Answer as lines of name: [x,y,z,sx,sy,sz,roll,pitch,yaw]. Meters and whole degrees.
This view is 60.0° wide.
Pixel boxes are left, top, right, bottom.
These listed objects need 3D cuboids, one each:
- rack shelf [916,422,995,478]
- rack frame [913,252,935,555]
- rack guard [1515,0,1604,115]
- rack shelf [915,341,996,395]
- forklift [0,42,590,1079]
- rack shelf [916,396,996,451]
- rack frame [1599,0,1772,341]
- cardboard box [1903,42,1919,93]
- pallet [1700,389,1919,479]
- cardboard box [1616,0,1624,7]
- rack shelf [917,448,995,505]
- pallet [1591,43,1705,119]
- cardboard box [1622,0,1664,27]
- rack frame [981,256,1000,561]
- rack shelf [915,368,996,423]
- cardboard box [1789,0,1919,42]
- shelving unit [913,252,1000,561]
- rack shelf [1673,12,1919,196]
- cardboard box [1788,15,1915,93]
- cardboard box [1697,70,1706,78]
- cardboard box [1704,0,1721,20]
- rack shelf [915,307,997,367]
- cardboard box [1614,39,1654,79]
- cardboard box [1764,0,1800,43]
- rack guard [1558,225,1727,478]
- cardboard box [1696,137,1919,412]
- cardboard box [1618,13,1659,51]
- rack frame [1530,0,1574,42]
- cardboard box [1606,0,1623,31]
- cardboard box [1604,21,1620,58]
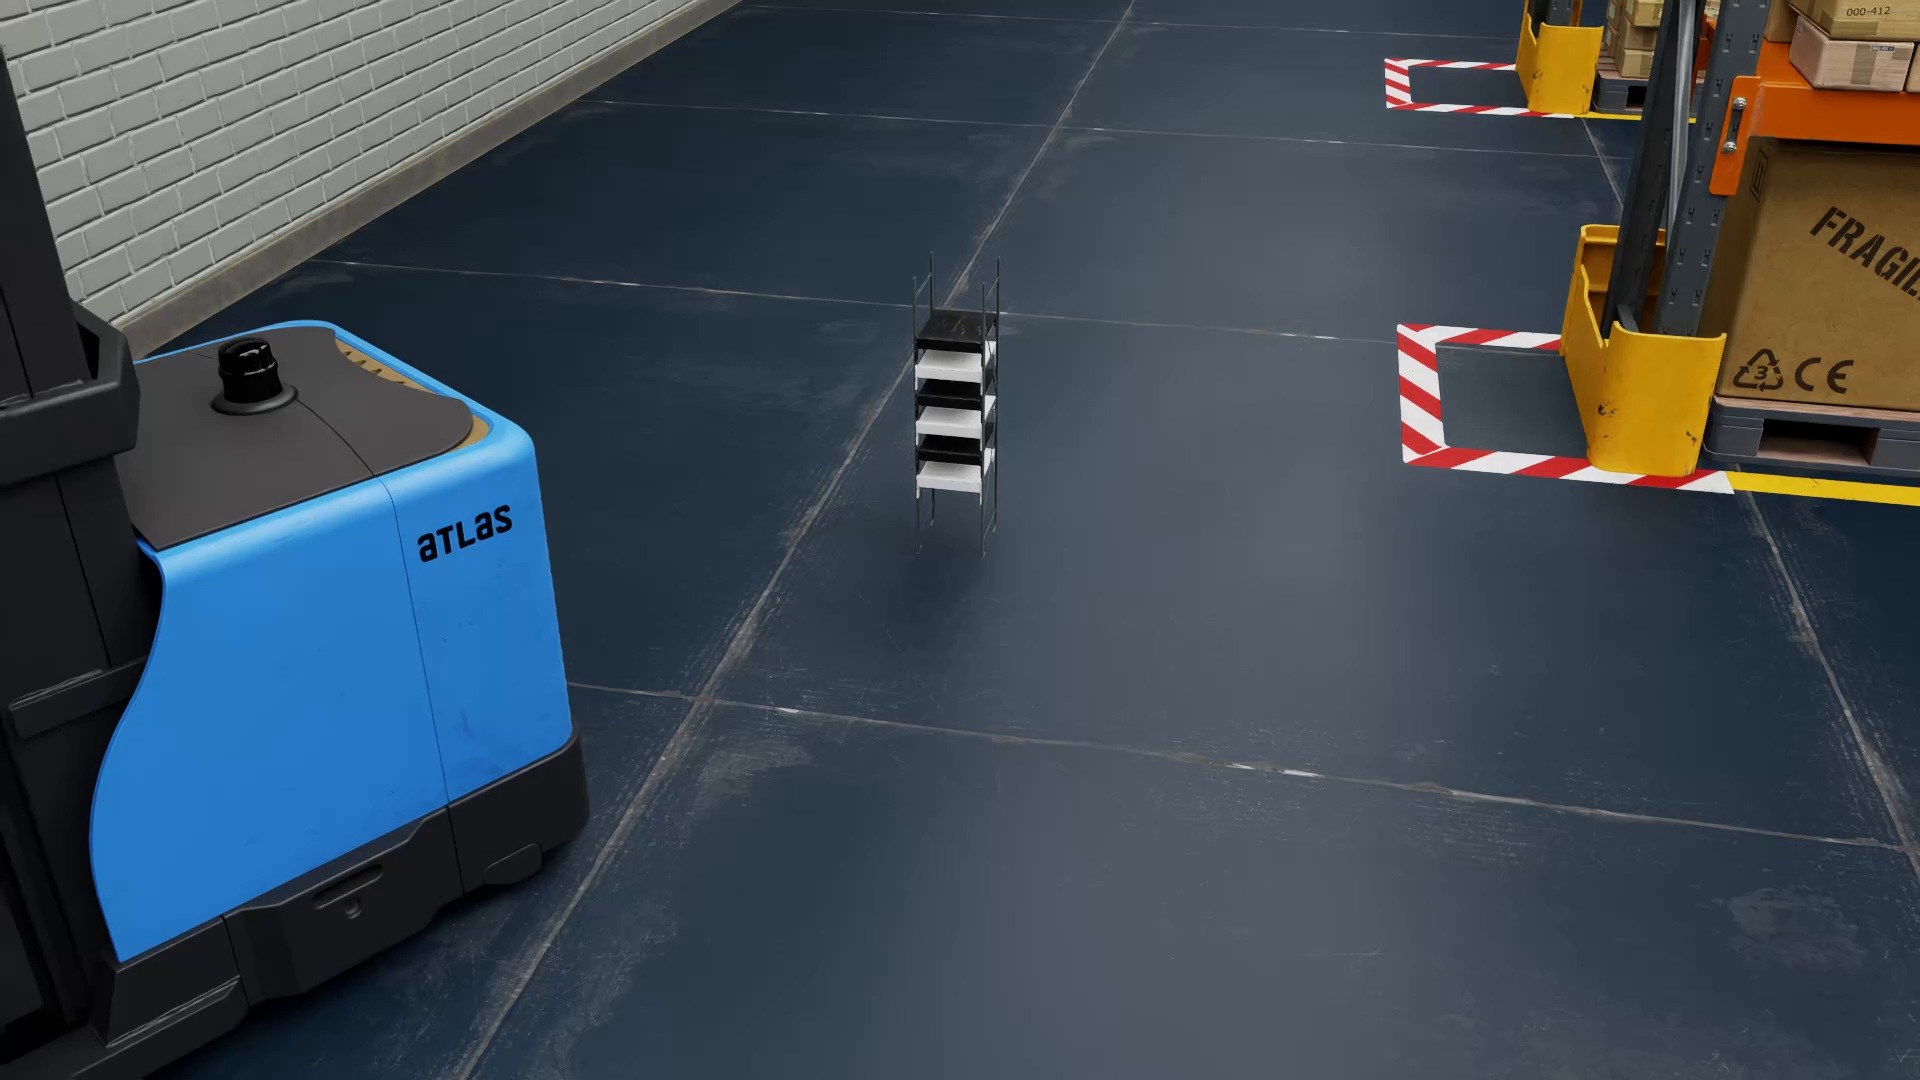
rack shelf: [-0.008,-0.287,5.095,0.200,0.077,0.258,6,29,11]
rack frame: [-0.107,-0.406,5.054,0.006,0.900,0.240,6,29,11]
rack guard: [3.680,-3.025,10.255,0.348,0.500,1.175,6,29,11]
rack shelf: [-0.008,-0.524,4.965,0.200,0.077,0.258,6,29,11]
forklift: [-2.268,-0.232,2.622,3.031,2.935,1.130,-26,38,-38]
rack shelf: [-0.008,-0.366,5.051,0.200,0.077,0.258,6,29,11]
rack frame: [2.471,-1.810,5.432,0.127,3.000,1.000,6,29,11]
cardboard box: [3.001,-1.484,5.099,0.250,0.149,0.380,5,29,10]
pallet: [3.270,-0.543,6.022,1.213,0.211,1.003,6,29,11]
cardboard box: [4.177,-3.390,10.230,0.250,0.149,0.380,6,29,11]
rack shelf: [-0.008,-0.208,5.138,0.200,0.077,0.258,6,29,11]
pallet: [4.467,-2.800,10.145,1.213,0.211,1.003,6,29,11]
cardboard box: [4.047,-3.112,9.722,0.250,0.149,0.380,5,29,8]
rack frame: [0.091,-0.385,5.017,0.006,0.900,0.240,6,29,11]
rack shelf: [-0.008,-0.445,5.008,0.200,0.077,0.258,6,29,11]
cardboard box: [2.884,-1.700,5.077,0.500,0.250,0.500,5,29,9]
shelving unit: [-0.008,-0.396,5.035,0.210,0.900,0.258,6,29,11]
rack shelf: [4.427,-1.294,5.239,4.000,0.370,1.077,6,29,11]
cardboard box: [2.750,-1.509,5.144,0.250,0.149,0.380,6,29,11]
cardboard box: [4.325,-2.872,9.904,0.250,0.149,0.380,6,29,10]
cardboard box: [4.342,-3.140,9.775,0.250,0.149,0.380,6,29,11]
rack shelf: [-0.008,-0.603,4.922,0.200,0.077,0.258,6,29,11]
cardboard box: [4.051,-2.860,9.882,0.250,0.149,0.380,6,29,12]
cardboard box: [2.888,-1.819,5.710,0.250,0.149,0.380,6,29,12]
rack guard: [2.448,-0.716,6.037,0.348,0.500,1.175,6,29,11]
cardboard box: [3.114,-1.035,5.793,0.875,0.875,0.875,6,29,11]
cardboard box: [4.065,-3.020,9.864,0.250,0.149,0.380,7,29,13]
rack frame: [3.606,-4.129,9.668,0.127,3.000,1.000,6,29,11]
cardboard box: [4.182,-3.274,10.329,0.250,0.149,0.380,5,29,9]
cardboard box: [4.164,-3.108,10.335,0.250,0.149,0.380,6,29,11]
